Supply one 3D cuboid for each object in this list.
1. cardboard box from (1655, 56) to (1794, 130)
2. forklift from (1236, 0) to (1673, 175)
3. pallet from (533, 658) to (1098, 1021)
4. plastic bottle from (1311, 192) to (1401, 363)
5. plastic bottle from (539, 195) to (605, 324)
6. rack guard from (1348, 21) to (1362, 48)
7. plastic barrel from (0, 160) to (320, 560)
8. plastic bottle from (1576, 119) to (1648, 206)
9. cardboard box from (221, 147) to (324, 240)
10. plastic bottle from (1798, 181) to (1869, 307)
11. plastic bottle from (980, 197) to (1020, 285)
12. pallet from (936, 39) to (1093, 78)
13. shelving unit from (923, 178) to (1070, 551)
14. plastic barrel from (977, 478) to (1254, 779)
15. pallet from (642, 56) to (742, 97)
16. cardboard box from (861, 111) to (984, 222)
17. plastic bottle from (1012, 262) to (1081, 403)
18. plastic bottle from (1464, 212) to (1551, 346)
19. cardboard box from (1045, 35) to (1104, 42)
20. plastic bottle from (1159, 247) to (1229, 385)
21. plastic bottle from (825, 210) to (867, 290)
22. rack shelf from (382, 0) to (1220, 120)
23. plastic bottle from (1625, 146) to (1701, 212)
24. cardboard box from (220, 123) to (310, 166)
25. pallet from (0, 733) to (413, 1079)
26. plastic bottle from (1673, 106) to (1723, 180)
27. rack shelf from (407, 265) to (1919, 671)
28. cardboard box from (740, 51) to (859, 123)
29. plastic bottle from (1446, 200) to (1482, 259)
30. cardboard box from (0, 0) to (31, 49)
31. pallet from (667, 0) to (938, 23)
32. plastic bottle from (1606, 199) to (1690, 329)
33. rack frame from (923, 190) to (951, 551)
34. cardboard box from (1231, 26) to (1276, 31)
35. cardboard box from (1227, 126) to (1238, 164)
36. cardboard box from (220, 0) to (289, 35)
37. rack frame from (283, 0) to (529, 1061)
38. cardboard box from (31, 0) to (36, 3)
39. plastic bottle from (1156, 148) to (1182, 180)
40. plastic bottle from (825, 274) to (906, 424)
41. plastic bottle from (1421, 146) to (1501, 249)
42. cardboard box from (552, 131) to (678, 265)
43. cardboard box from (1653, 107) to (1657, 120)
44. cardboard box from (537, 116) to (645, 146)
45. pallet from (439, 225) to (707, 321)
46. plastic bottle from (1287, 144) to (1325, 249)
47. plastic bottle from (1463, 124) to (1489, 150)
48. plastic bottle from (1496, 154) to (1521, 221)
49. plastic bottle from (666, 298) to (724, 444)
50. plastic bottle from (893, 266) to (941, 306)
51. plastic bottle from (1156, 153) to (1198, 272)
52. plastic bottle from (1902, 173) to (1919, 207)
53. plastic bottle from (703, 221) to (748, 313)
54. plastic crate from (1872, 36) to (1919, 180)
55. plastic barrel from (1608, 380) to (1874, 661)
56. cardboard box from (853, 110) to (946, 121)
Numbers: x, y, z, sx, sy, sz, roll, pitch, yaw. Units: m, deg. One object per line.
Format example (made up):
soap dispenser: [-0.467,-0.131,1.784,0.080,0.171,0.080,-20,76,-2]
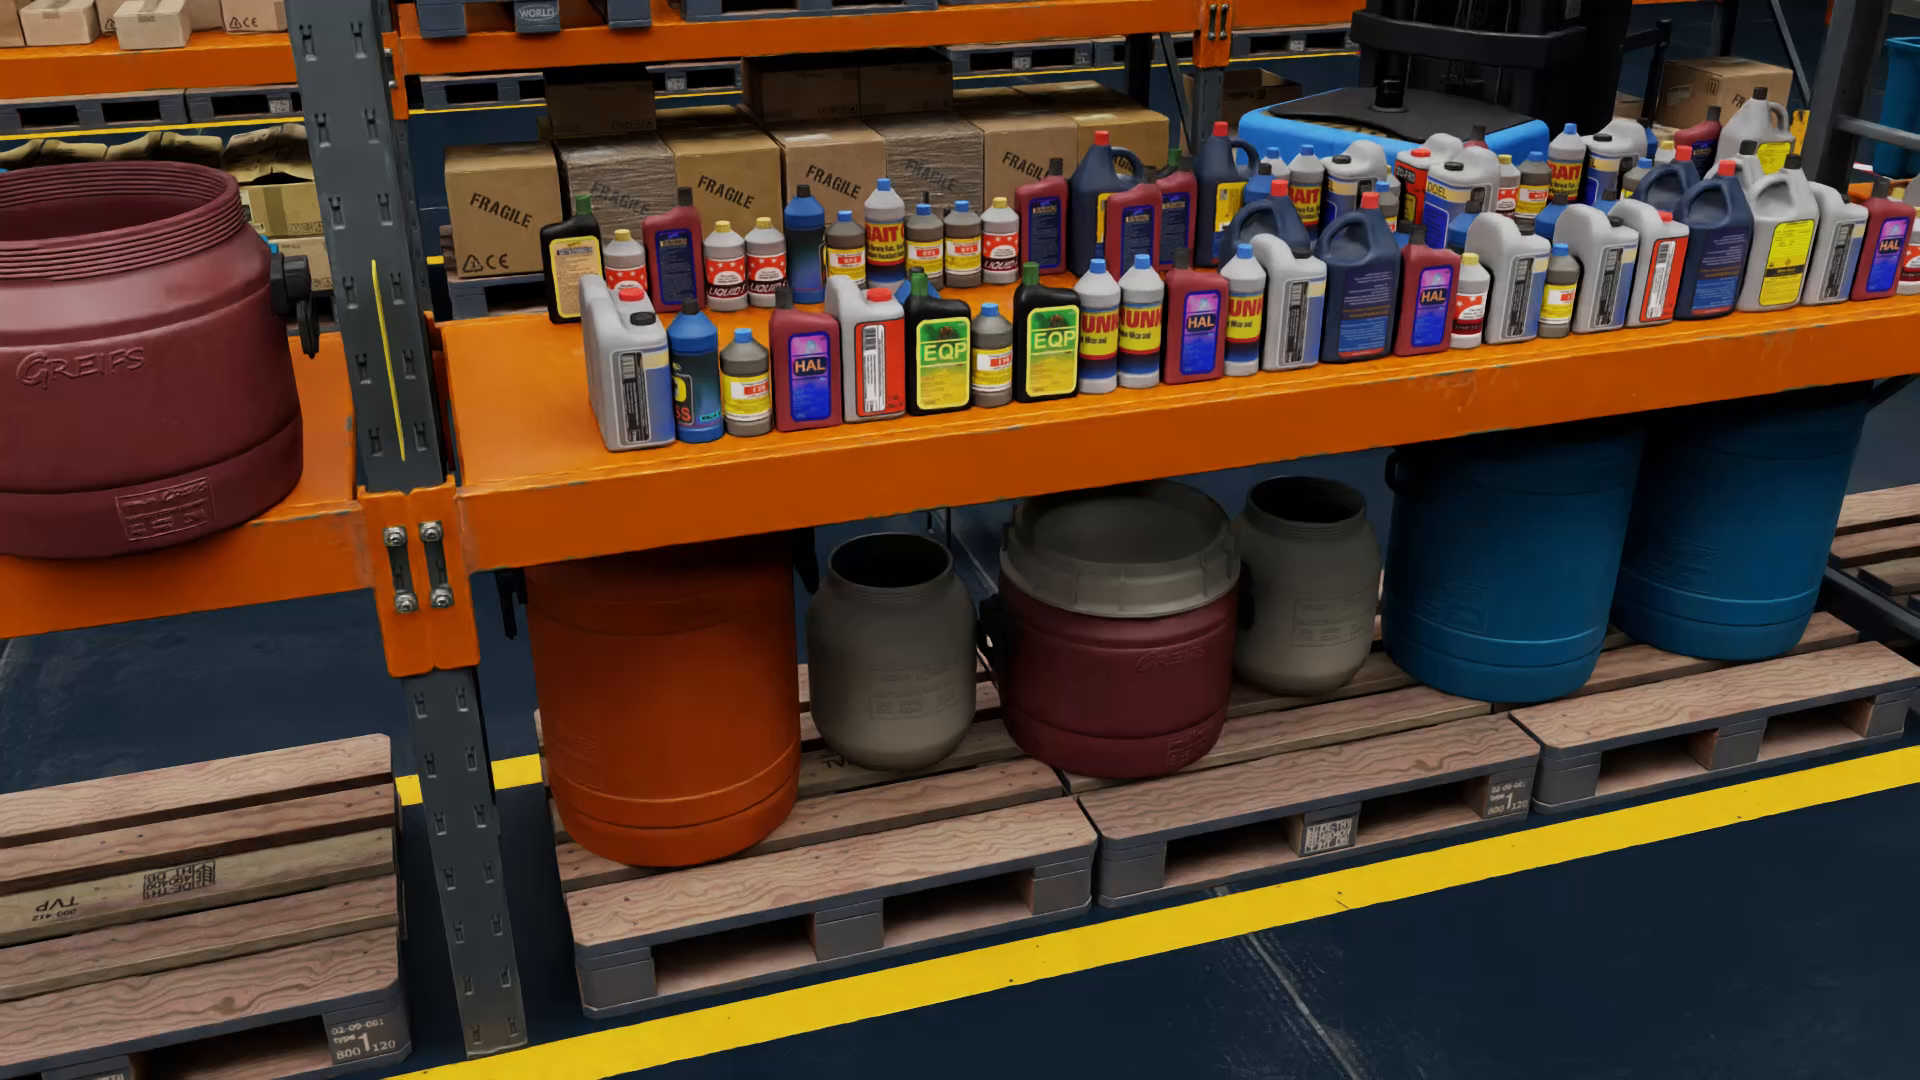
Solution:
cardboard box: [4.498,-2.553,9.836,0.500,0.500,0.500,-8,28,-16]
forklift: [2.548,-2.442,7.372,3.031,2.935,1.130,-24,35,-39]
pallet: [-0.401,0.664,4.174,1.213,0.211,1.003,-8,28,-16]
plastic bottle: [0.845,-0.571,3.581,0.185,0.351,0.144,-8,28,-16]
plastic bottle: [-0.885,-0.642,3.802,0.133,0.283,0.061,-8,28,-16]
rack guard: [3.424,-4.633,14.519,0.348,0.500,1.175,-8,28,-16]
plastic barrel: [-1.485,-0.327,2.883,0.708,0.536,0.600,-8,28,-16]
plastic bottle: [1.759,-1.001,4.532,0.135,0.276,0.152,-8,28,-16]
cardboard box: [-3.090,-1.585,7.558,0.500,0.311,0.500,-8,27,-15]
plastic bottle: [2.043,-0.712,3.951,0.135,0.276,0.152,-8,28,-16]
plastic bottle: [0.097,-0.739,4.089,0.097,0.201,0.097,0,26,0]
pallet: [0.345,-4.021,13.611,1.213,0.211,1.003,-8,28,-16]
shelving unit: [0.157,-0.560,5.529,0.503,1.200,0.258,-8,28,-16]
plastic barrel: [0.396,0.203,4.206,0.708,0.588,0.600,-8,28,-16]
pallet: [-2.275,-3.641,12.847,1.213,0.211,1.003,-8,28,-16]
cardboard box: [-0.195,-1.859,8.438,0.500,0.500,0.500,-8,27,-15]
plastic bottle: [0.174,-0.424,3.361,0.133,0.283,0.061,-8,28,-16]
plastic bottle: [1.215,-0.593,3.710,0.135,0.276,0.152,-8,28,-16]
cardboard box: [0.819,-4.394,13.566,0.500,0.500,0.700,-9,28,-17]
plastic bottle: [0.486,-0.469,3.452,0.133,0.283,0.061,-8,28,-16]
plastic bottle: [-0.273,-0.686,3.981,0.097,0.201,0.097,0,26,0]
rack shelf: [-0.767,-2.506,8.234,4.000,0.370,1.077,-8,28,-16]
plastic bottle: [1.672,-0.758,3.958,0.185,0.351,0.144,-8,28,-16]
cardboard box: [-3.257,-1.813,8.018,0.500,0.311,0.500,-7,27,-14]
pallet: [-1.887,0.881,3.738,1.213,0.211,1.003,-8,28,-16]
plastic bottle: [2.058,-1.069,4.660,0.133,0.283,0.061,-8,28,-16]
rack shelf: [0.764,-0.412,4.015,4.000,0.370,1.077,-8,28,-16]
cardboard box: [-0.828,-2.347,8.577,0.500,0.250,0.500,-9,28,-17]
plastic bottle: [1.159,-0.641,3.812,0.097,0.271,0.097,0,26,0]
cardboard box: [-4.259,-2.360,7.018,0.500,0.500,0.500,-10,28,-19]
pallet: [-0.821,-2.737,8.106,1.213,0.211,1.003,-8,28,-16]
plastic bottle: [1.564,-0.643,3.811,0.135,0.276,0.152,-8,28,-16]
rack frame: [-0.075,-0.527,5.461,0.015,1.200,0.240,-8,28,-16]
cardboard box: [2.290,-4.610,14.001,0.500,0.500,0.700,-8,28,-16]
cardboard box: [1.601,-2.063,9.062,0.500,0.311,0.500,-8,28,-16]
cardboard box: [-3.028,-2.482,7.476,0.500,0.311,0.500,-7,27,-13]
rack frame: [-1.138,-0.458,3.300,0.127,3.000,1.000,-8,28,-16]
cardboard box: [-6.403,-3.753,11.410,0.500,0.250,0.500,-9,28,-18]
plastic bottle: [0.504,-0.843,4.207,0.133,0.283,0.061,-8,28,-16]
plastic bottle: [-0.186,-0.389,3.301,0.135,0.276,0.152,-8,28,-16]
plastic bottle: [1.274,-0.859,4.247,0.135,0.276,0.152,-8,28,-16]
cardboard box: [-1.651,-1.647,8.011,0.500,0.500,0.500,-9,28,-18]
cardboard box: [4.196,-2.636,10.378,0.250,0.166,0.380,-8,28,-16]
cardboard box: [-1.852,-1.859,8.437,0.500,0.500,0.500,-7,27,-14]
pallet: [-1.947,-1.391,8.315,1.213,0.211,1.003,-8,28,-16]
plastic bottle: [0.888,-0.885,4.304,0.097,0.271,0.097,0,26,0]
plastic bottle: [1.340,-0.965,4.451,0.133,0.283,0.061,-8,28,-16]
plastic bottle: [1.456,-0.936,4.486,0.097,0.201,0.097,0,26,0]
plastic bottle: [-0.508,-0.328,3.182,0.097,0.271,0.097,0,26,0]
plastic bottle: [-0.087,-0.418,3.362,0.097,0.271,0.097,0,26,0]
plastic bottle: [0.523,-0.818,4.155,0.133,0.283,0.061,-8,28,-16]
plastic bottle: [2.391,-0.763,4.053,0.135,0.276,0.152,-8,28,-16]
plastic bottle: [-0.551,-0.645,3.900,0.097,0.201,0.097,0,26,0]
plastic crate: [3.004,-1.237,4.820,0.575,0.384,0.392,-8,28,-16]
plastic barrel: [2.143,-0.190,4.646,0.708,0.901,0.600,-8,28,-16]
cardboard box: [-0.382,-2.074,8.871,0.500,0.500,0.500,-8,27,-15]
